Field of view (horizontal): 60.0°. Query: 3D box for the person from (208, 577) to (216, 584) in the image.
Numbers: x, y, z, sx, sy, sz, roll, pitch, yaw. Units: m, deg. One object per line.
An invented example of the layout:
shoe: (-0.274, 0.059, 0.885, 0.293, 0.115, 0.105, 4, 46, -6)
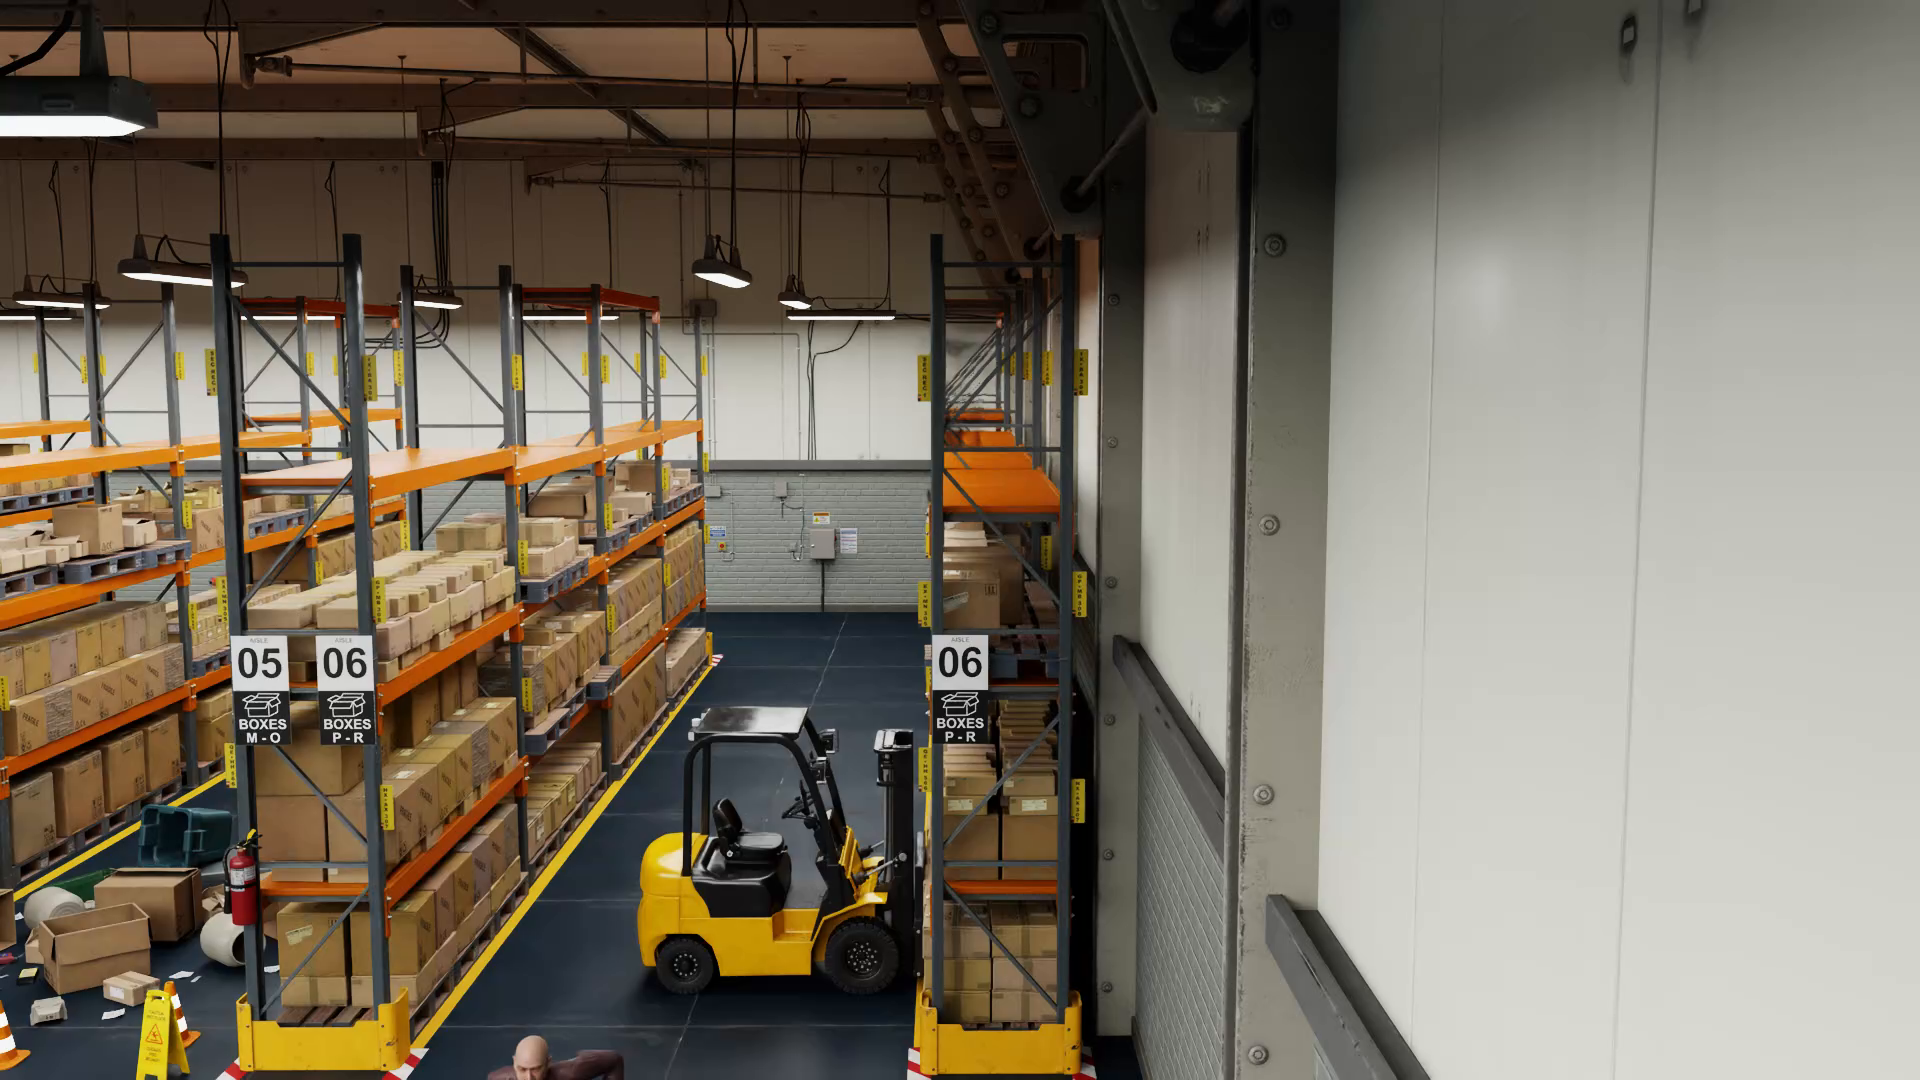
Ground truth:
person: (-11.631, 1.436, 26.029, 0.566, 1.741, 0.606, 1, 6, 5)
